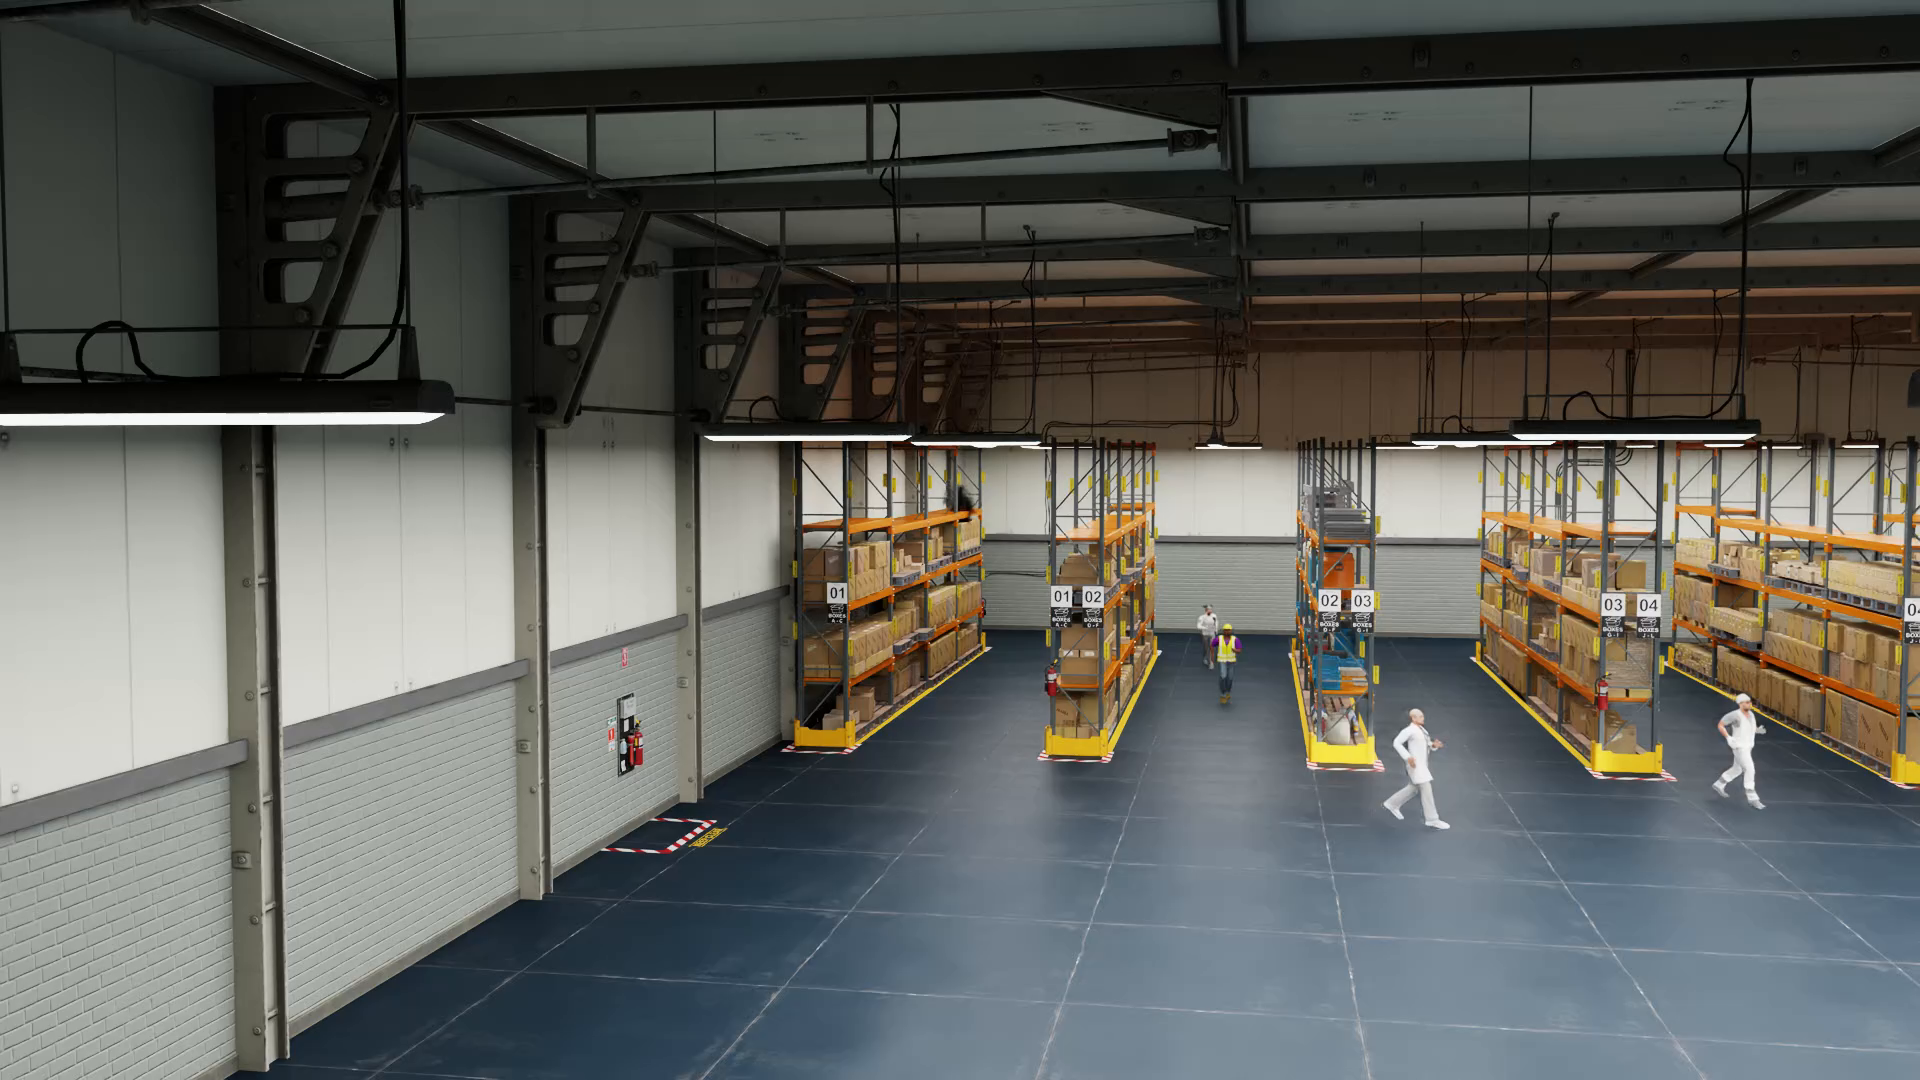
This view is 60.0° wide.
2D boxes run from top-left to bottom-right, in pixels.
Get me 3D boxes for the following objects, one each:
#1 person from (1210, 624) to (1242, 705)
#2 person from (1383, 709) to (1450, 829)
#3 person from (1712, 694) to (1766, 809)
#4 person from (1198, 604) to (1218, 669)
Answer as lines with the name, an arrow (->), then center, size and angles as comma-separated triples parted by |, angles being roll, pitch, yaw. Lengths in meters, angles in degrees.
person -> 6.097, 2.828, 38.022 | 0.676, 1.831, 0.781 | 0, 3, 0
person -> 6.969, 3.459, 25.373 | 1.063, 1.765, 0.703 | 2, 4, 31
person -> 12.693, 3.390, 27.008 | 0.630, 1.813, 0.920 | -2, 4, -37
person -> 6.584, 2.536, 44.110 | 0.580, 1.695, 0.938 | 0, 3, 1
